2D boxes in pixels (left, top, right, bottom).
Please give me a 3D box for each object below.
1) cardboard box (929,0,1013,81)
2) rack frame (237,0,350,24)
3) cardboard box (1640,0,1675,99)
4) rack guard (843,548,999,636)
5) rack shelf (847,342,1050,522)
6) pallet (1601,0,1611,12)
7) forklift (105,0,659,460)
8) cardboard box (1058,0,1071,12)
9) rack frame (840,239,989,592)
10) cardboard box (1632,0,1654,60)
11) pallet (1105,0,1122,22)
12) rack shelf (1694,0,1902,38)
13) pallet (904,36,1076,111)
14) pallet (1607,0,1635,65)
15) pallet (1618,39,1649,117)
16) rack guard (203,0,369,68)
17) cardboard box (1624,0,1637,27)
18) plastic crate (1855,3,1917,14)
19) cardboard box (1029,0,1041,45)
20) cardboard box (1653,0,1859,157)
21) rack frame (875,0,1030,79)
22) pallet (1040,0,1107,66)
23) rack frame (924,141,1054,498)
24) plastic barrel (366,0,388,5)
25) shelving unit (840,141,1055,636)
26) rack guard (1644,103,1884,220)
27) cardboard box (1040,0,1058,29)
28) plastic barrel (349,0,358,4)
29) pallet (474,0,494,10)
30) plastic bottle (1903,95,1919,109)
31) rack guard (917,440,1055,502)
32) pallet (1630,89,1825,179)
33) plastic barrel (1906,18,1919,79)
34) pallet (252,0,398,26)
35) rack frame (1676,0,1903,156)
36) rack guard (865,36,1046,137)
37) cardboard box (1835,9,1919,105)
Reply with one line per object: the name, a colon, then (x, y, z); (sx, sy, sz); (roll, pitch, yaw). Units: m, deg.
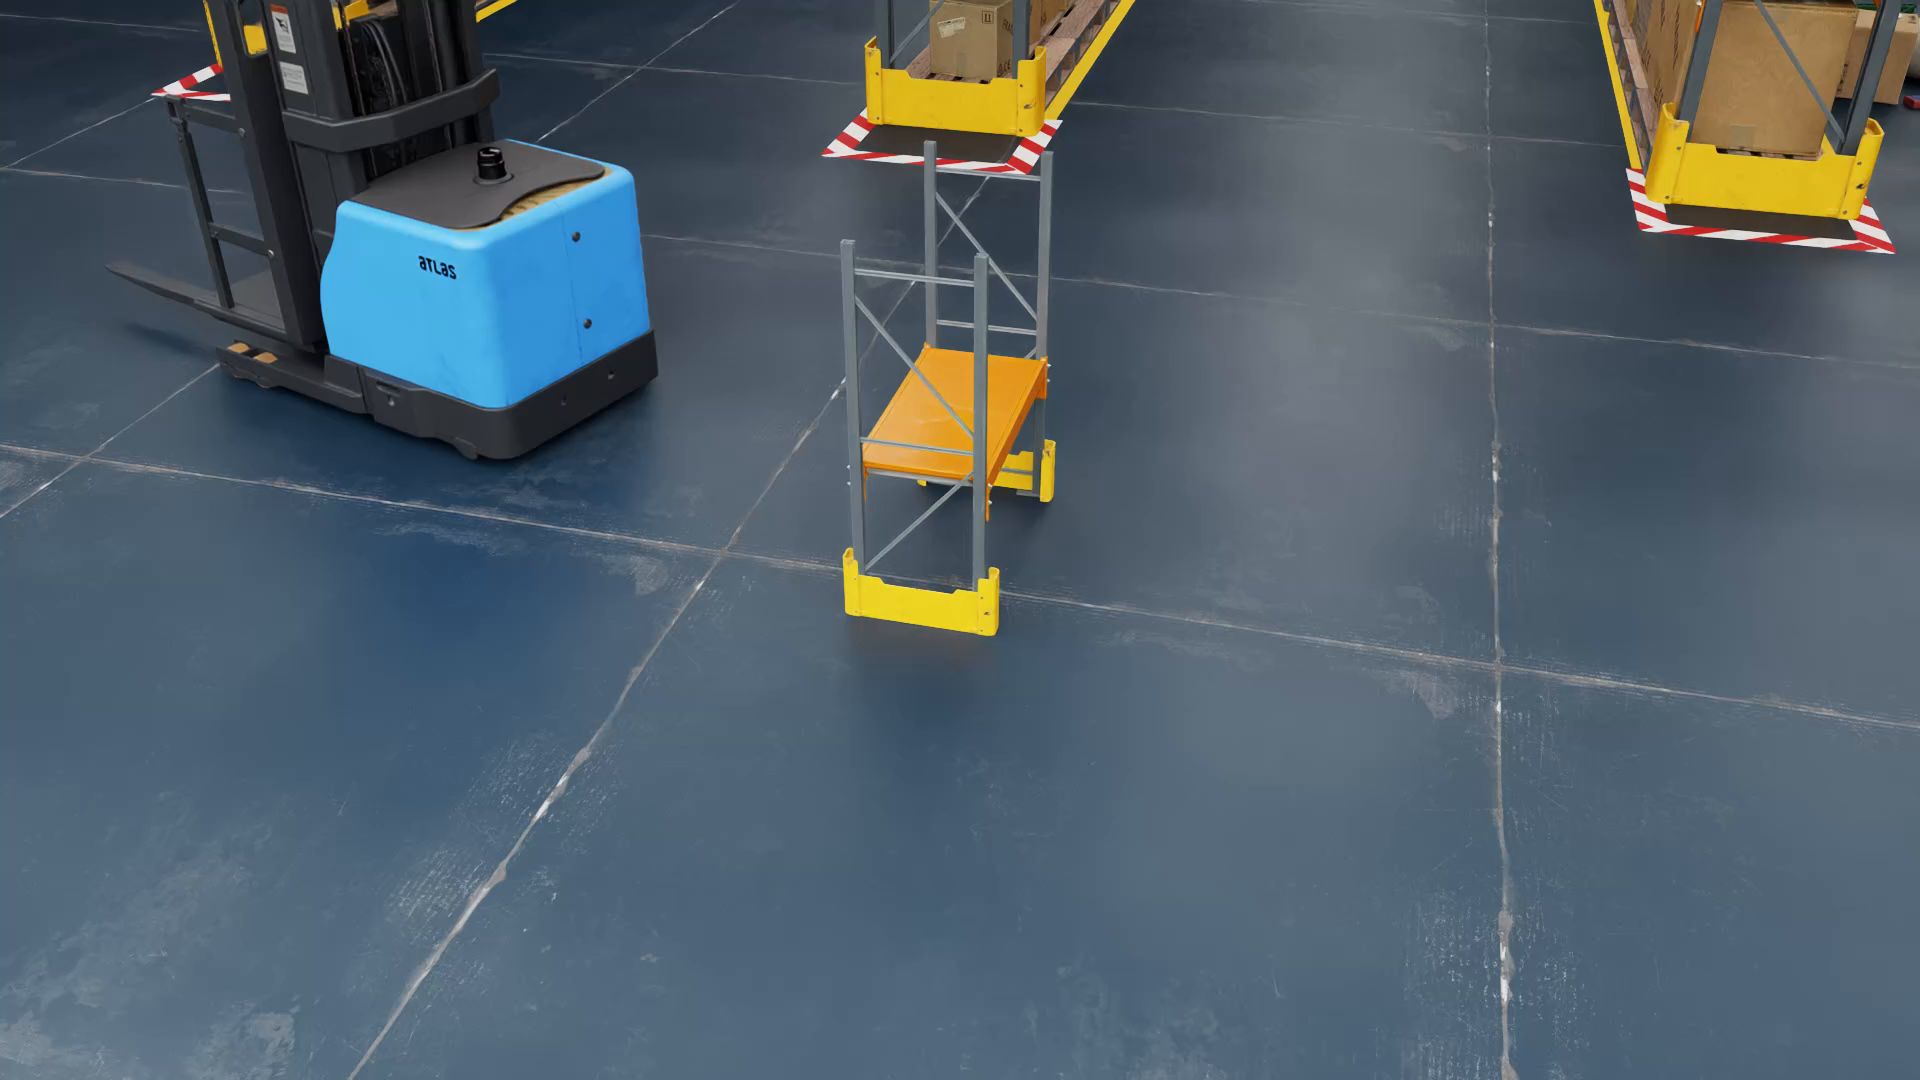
cardboard box: (0.125, -3.476, 11.361); (0.500, 0.500, 0.500); (14, 35, 21)
rack frame: (-4.841, -4.706, 11.357); (1.000, 3.000, 0.127); (8, 33, 12)
cardboard box: (5.052, -3.403, 10.895); (0.875, 0.875, 0.875); (8, 33, 12)
rack guard: (-0.146, 0.192, 6.214); (0.587, 0.250, 0.087); (8, 33, 12)
rack shelf: (-0.022, -0.437, 6.374); (0.538, 0.185, 1.000); (8, 33, 12)
pallet: (5.860, -4.614, 13.811); (1.003, 0.211, 1.213); (8, 33, 12)
forklift: (-2.943, -2.174, 7.437); (3.031, 2.935, 1.130); (19, 37, 27)
cardboard box: (0.606, -4.397, 12.809); (0.500, 0.500, 0.500); (5, 33, 8)
rack frame: (-0.151, -0.325, 5.863); (0.500, 1.500, 0.032); (8, 33, 12)
cardboard box: (5.285, -3.875, 11.639); (0.875, 0.875, 0.875); (8, 33, 13)
pallet: (0.829, -4.578, 13.754); (1.003, 0.211, 1.213); (8, 33, 12)
rack shelf: (5.230, -4.039, 10.977); (1.077, 0.370, 4.000); (8, 33, 12)
pallet: (0.210, -3.311, 11.762); (1.003, 0.211, 1.213); (8, 33, 12)
pallet: (5.469, -3.819, 12.561); (1.003, 0.211, 1.213); (8, 33, 12)
pallet: (5.161, -3.184, 11.562); (1.003, 0.211, 1.213); (8, 33, 12)
rack guard: (-4.867, -3.697, 12.100); (1.175, 0.500, 0.348); (8, 33, 12)
cardboard box: (5.510, -4.344, 12.376); (0.875, 0.875, 0.875); (9, 33, 13)
plastic crate: (6.960, -3.949, 12.733); (0.662, 0.188, 0.450); (-28, 32, -37)
cardboard box: (0.244, -3.791, 11.856); (0.500, 0.500, 0.500); (17, 36, 25)
cardboard box: (4.830, -2.946, 10.177); (0.875, 0.875, 0.875); (8, 33, 13)
rack frame: (-0.050, -4.032, 10.296); (1.000, 3.000, 0.127); (8, 33, 12)
pallet: (0.522, -3.943, 12.755); (1.003, 0.211, 1.213); (8, 33, 12)
rack frame: (0.107, -0.852, 6.693); (0.500, 1.500, 0.032); (8, 33, 12)
plastic barrel: (-4.620, -4.446, 12.875); (0.421, 0.512, 0.421); (0, 32, 0)
shelving unit: (-0.019, -0.593, 6.285); (0.587, 1.500, 1.083); (8, 33, 12)
rack guard: (4.716, -2.237, 9.803); (1.175, 0.500, 0.348); (8, 33, 12)
cardboard box: (0.421, -4.113, 12.363); (0.500, 0.500, 0.500); (11, 34, 17)
plastic barrel: (-4.747, -4.186, 12.466); (0.421, 0.512, 0.421); (0, 32, 0)
pallet: (-4.344, -4.627, 13.832); (1.003, 0.211, 1.213); (8, 33, 12)
plastic bottle: (6.657, -3.012, 11.431); (0.283, 0.061, 0.133); (-3, 33, -4)
rack guard: (0.107, -0.324, 7.027); (0.587, 0.250, 0.087); (8, 33, 12)
pallet: (4.850, -2.553, 10.569); (1.003, 0.211, 1.213); (8, 33, 12)
plastic barrel: (6.933, -3.495, 11.853); (0.421, 0.421, 0.512); (-21, 38, -29)
pallet: (-4.655, -3.996, 12.839); (1.003, 0.211, 1.213); (8, 33, 12)
rack frame: (4.722, -3.304, 9.152); (1.000, 3.000, 0.127); (8, 33, 12)
rack guard: (-0.030, -3.017, 11.029); (1.175, 0.500, 0.348); (8, 33, 12)
cardboard box: (6.336, -3.381, 11.600); (0.500, 0.500, 0.500); (14, 35, 21)
